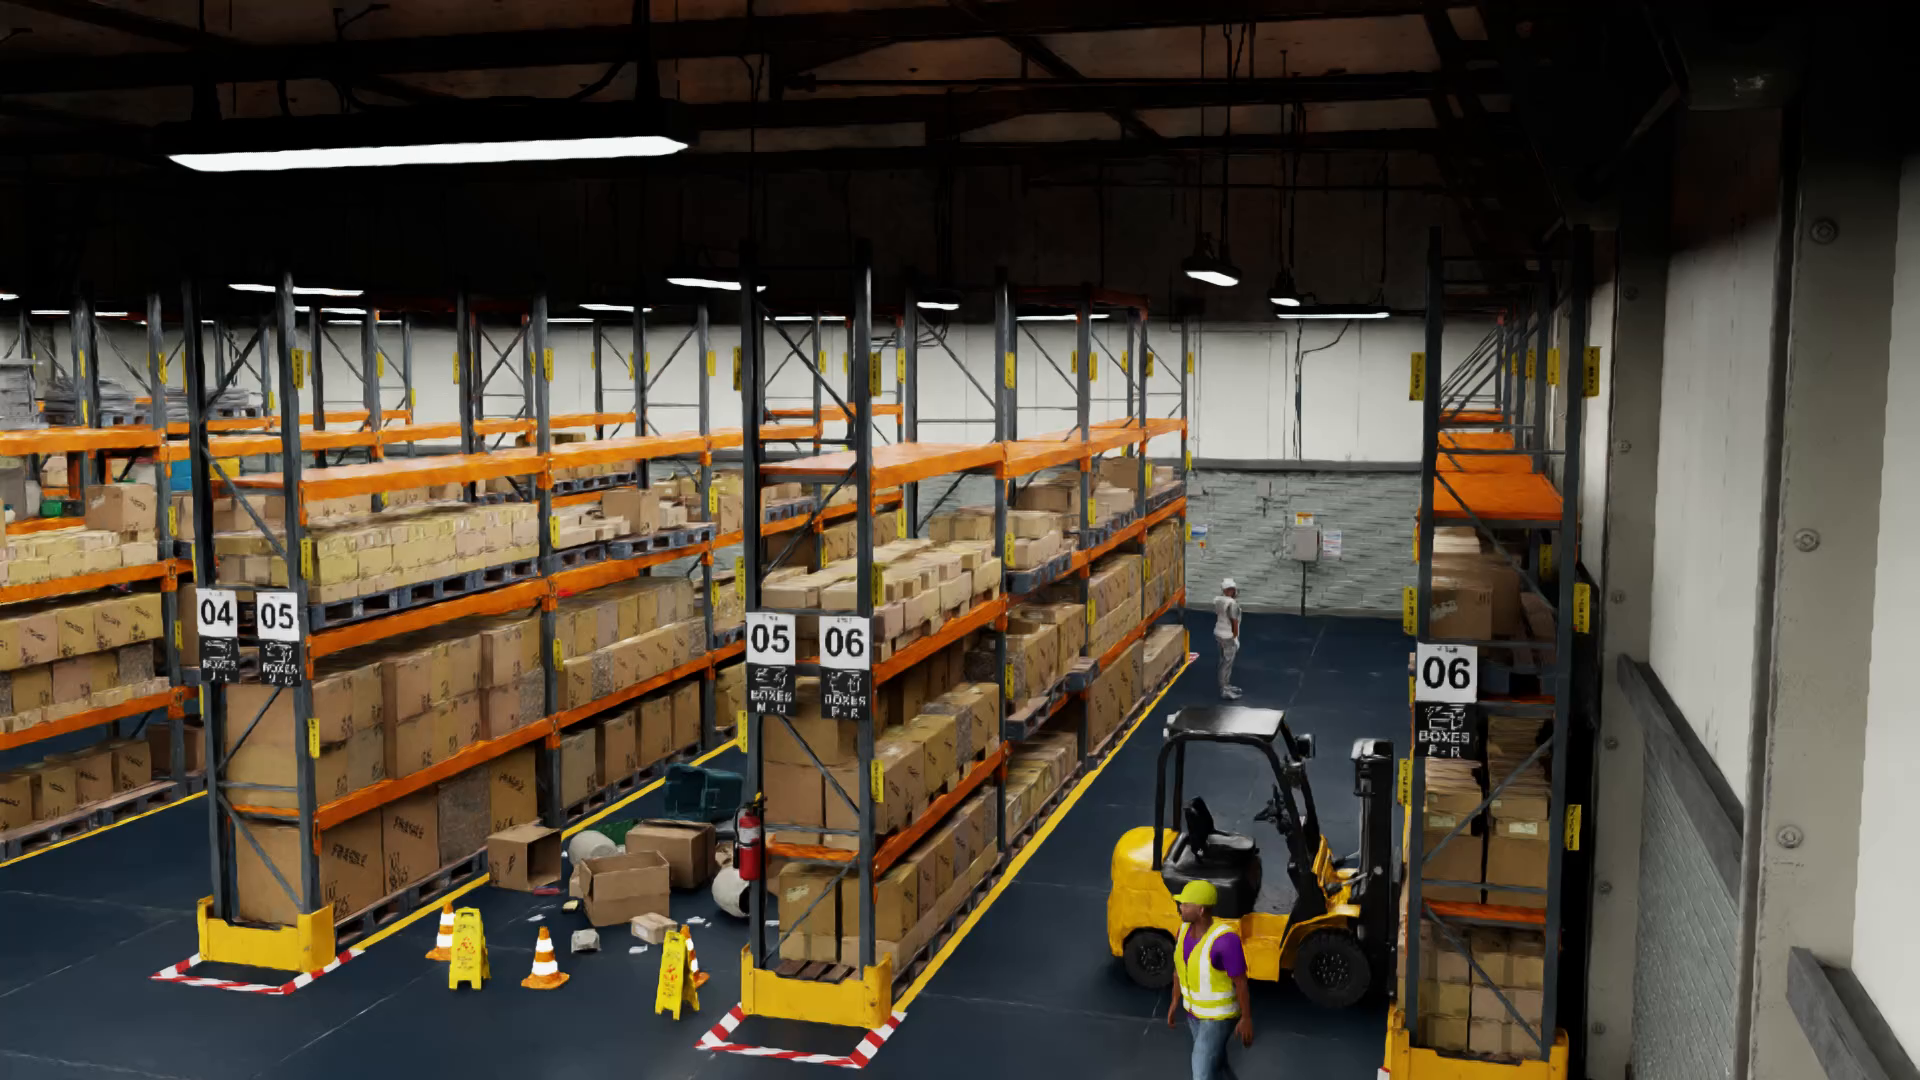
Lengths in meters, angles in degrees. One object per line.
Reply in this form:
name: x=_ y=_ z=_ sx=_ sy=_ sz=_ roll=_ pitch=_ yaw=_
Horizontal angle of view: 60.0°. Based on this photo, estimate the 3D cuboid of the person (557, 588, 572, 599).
person: x=-5.839 y=1.539 z=24.722 sx=0.553 sy=1.709 sz=1.123 roll=2 pitch=7 yaw=19

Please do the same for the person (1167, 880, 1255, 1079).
person: x=1.647 y=3.093 z=10.852 sx=0.533 sy=1.787 sz=0.648 roll=-3 pitch=7 yaw=-22

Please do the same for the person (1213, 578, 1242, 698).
person: x=4.077 y=1.458 z=25.092 sx=0.456 sy=1.786 sz=0.620 roll=-2 pitch=7 yaw=-15
